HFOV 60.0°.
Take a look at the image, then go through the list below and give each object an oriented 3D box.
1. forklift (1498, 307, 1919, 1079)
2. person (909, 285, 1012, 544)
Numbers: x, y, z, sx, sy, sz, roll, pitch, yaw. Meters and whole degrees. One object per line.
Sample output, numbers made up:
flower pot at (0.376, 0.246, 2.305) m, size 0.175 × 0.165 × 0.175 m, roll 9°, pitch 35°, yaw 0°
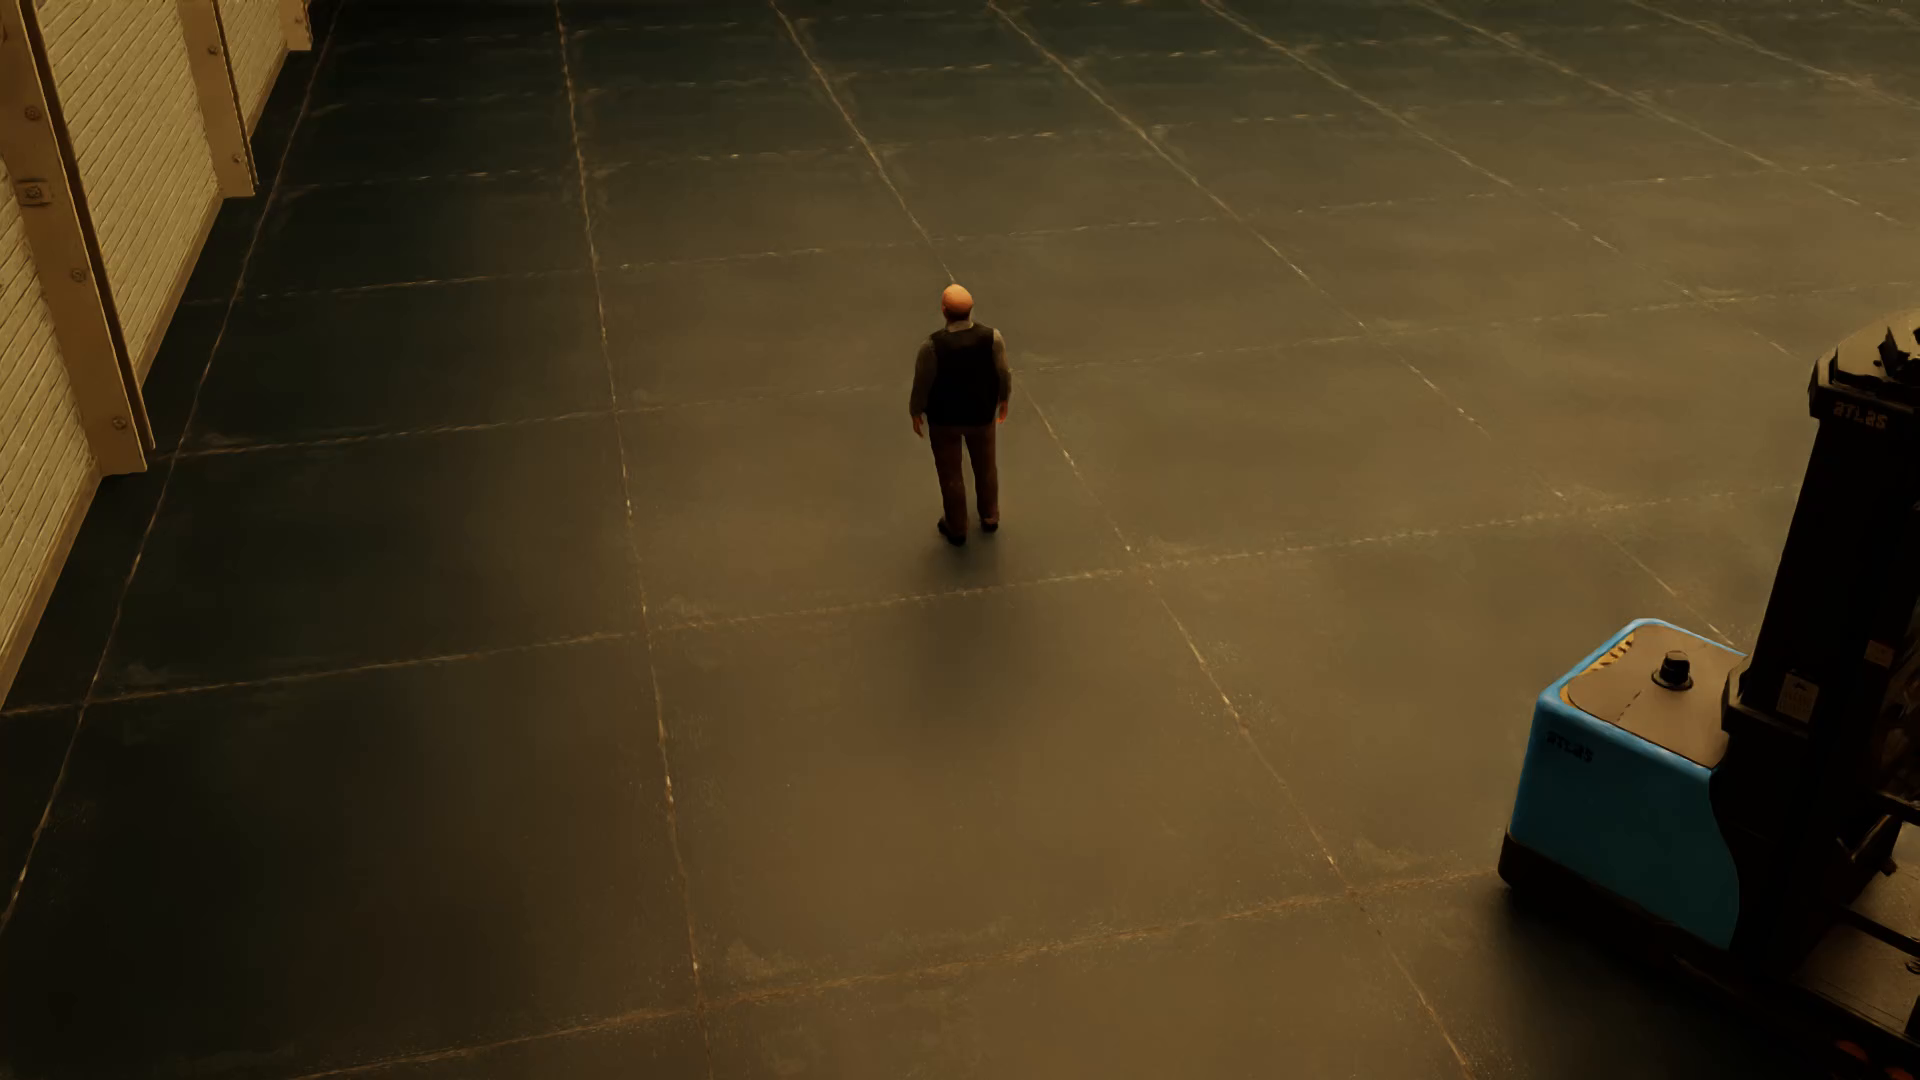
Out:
forklift at (3.875, 0.699, 6.367) m, size 1.130 × 2.935 × 3.031 m, roll -26°, pitch 39°, yaw -37°
person at (-0.007, -0.782, 10.119) m, size 0.632 × 1.720 × 0.567 m, roll -7°, pitch 31°, yaw -12°
